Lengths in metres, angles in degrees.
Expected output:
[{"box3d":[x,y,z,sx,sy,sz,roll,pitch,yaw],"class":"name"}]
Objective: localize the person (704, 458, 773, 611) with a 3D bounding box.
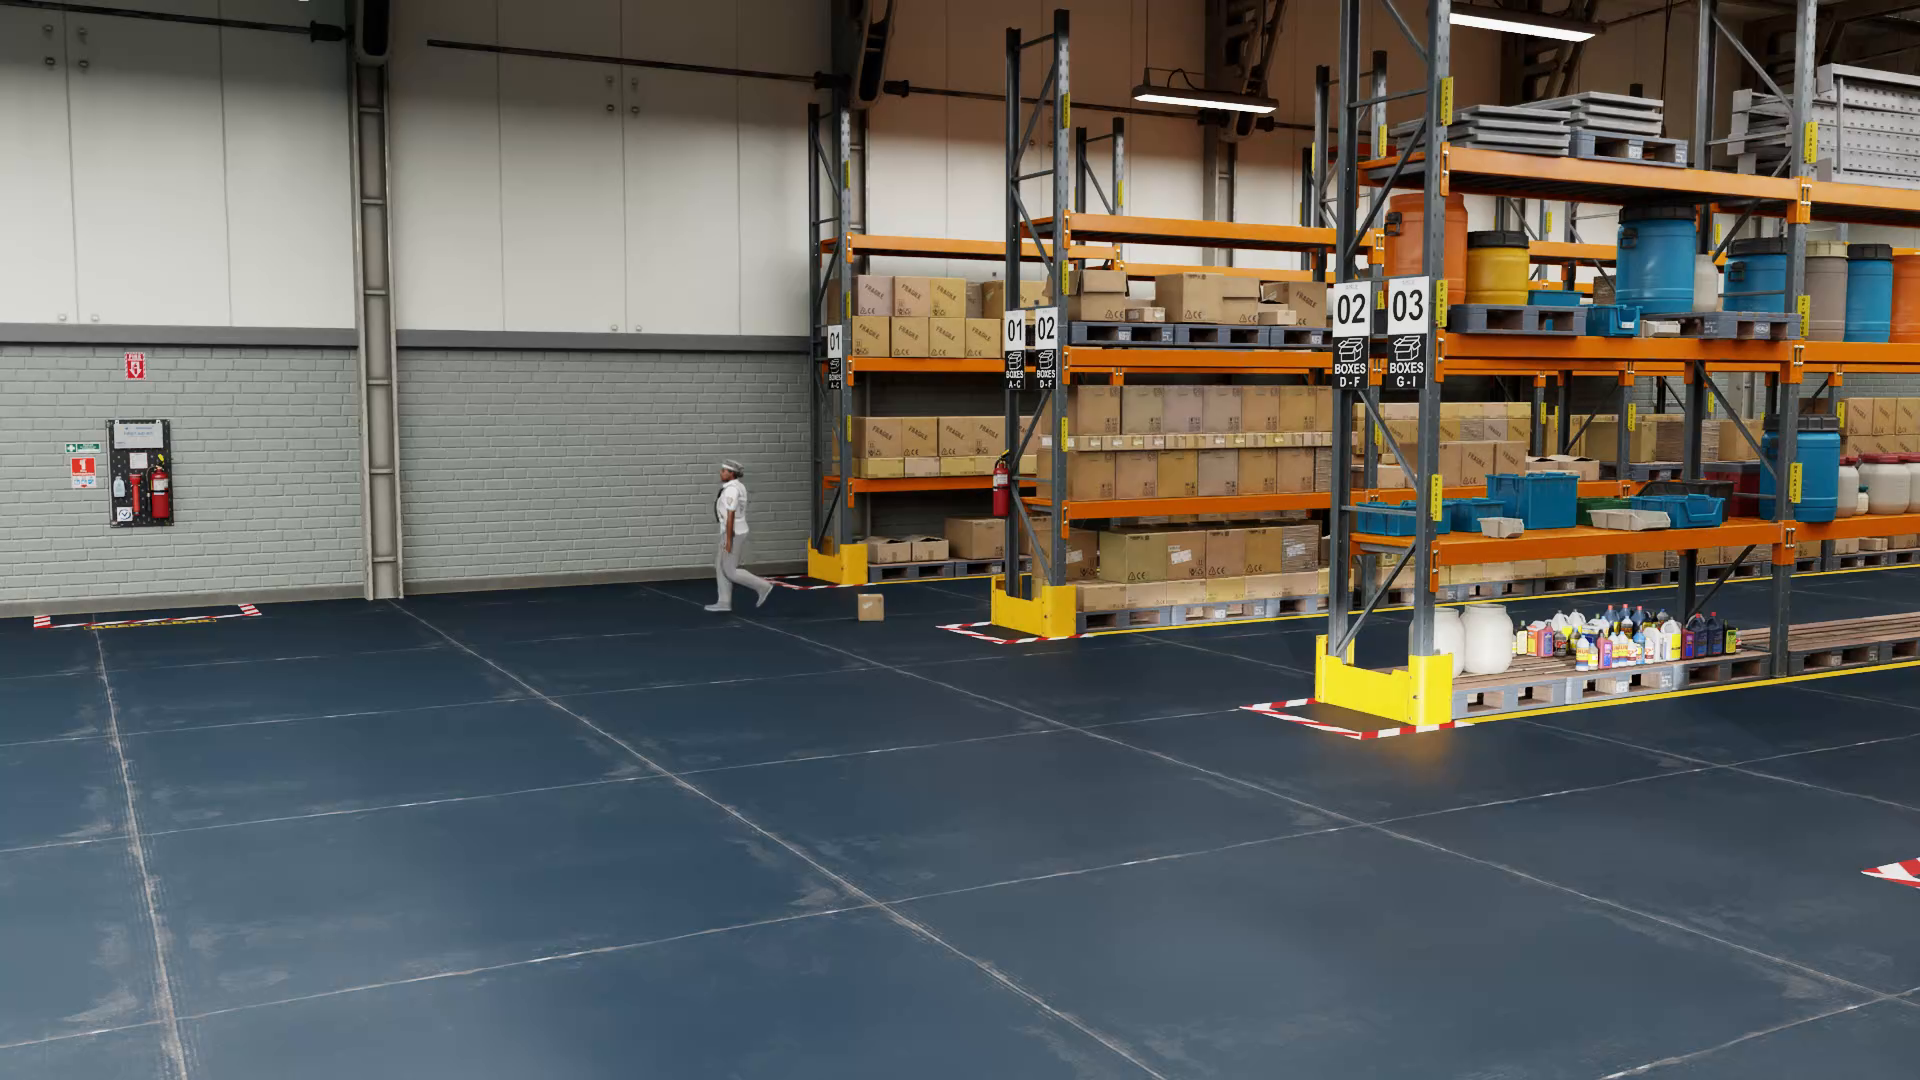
[{"box3d":[-2.387,-0.052,17.791,0.744,1.654,0.464,0,5,1],"class":"person"}]
